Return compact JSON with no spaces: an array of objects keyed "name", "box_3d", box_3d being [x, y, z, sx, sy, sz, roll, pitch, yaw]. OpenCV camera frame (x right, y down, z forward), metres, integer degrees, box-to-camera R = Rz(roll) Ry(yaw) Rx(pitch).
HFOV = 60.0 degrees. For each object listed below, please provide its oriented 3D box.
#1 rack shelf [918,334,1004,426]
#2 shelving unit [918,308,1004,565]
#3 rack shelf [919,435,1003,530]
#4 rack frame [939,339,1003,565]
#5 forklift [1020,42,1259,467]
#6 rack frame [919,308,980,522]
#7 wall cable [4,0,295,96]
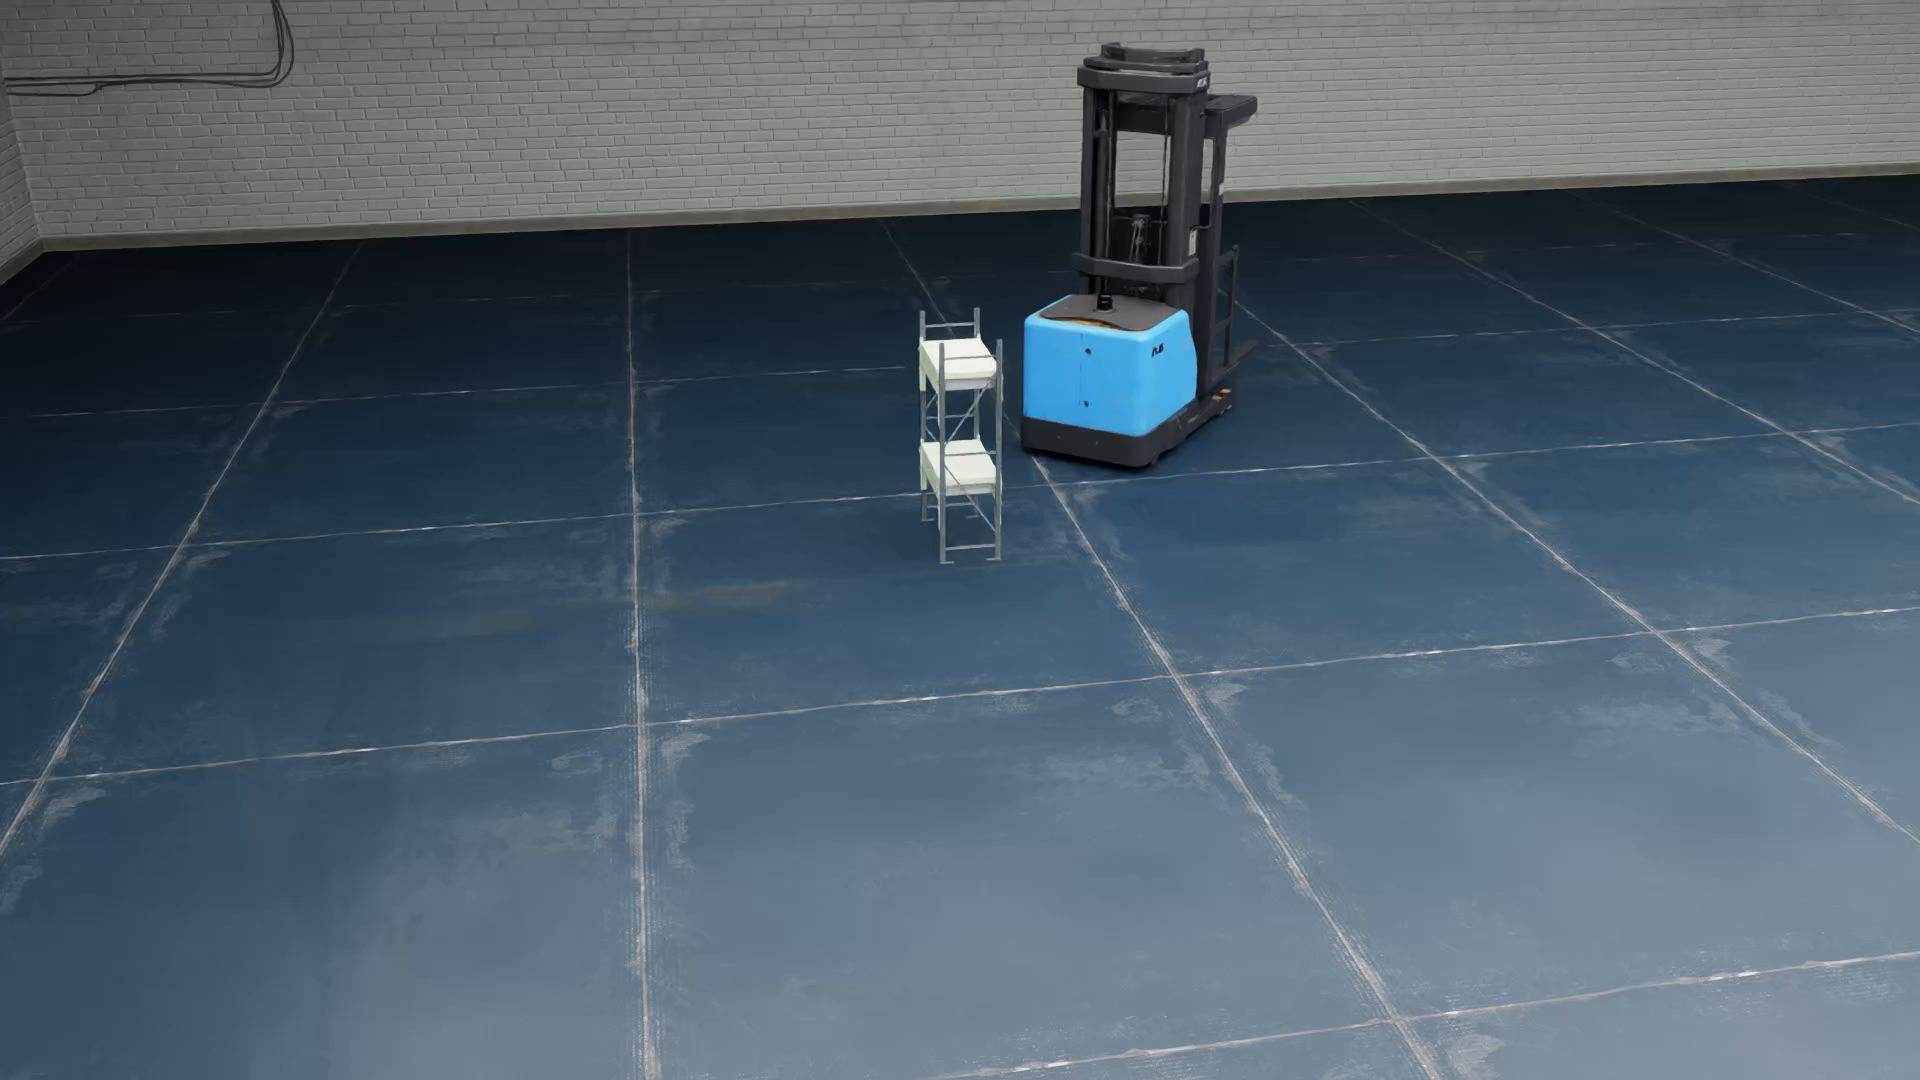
[{"name":"rack shelf","box_3d":[-0.001,-1.048,10.800,0.431,0.370,0.720,-4,24,-10]},{"name":"shelving unit","box_3d":[-0.001,-0.690,10.956,0.431,1.500,0.755,-4,24,-10]},{"name":"rack shelf","box_3d":[-0.001,-0.391,11.086,0.431,0.370,0.720,-4,24,-10]},{"name":"rack frame","box_3d":[0.066,-0.546,10.626,0.400,1.500,0.023,-4,24,-10]},{"name":"forklift","box_3d":[1.621,-2.435,13.162,1.130,2.935,3.031,13,27,26]},{"name":"rack frame","box_3d":[-0.069,-0.834,11.285,0.400,1.500,0.023,-4,24,-10]},{"name":"wall cable","box_3d":[-8.846,-6.032,17.697,3.097,2.526,0.112,-4,24,-10]}]
